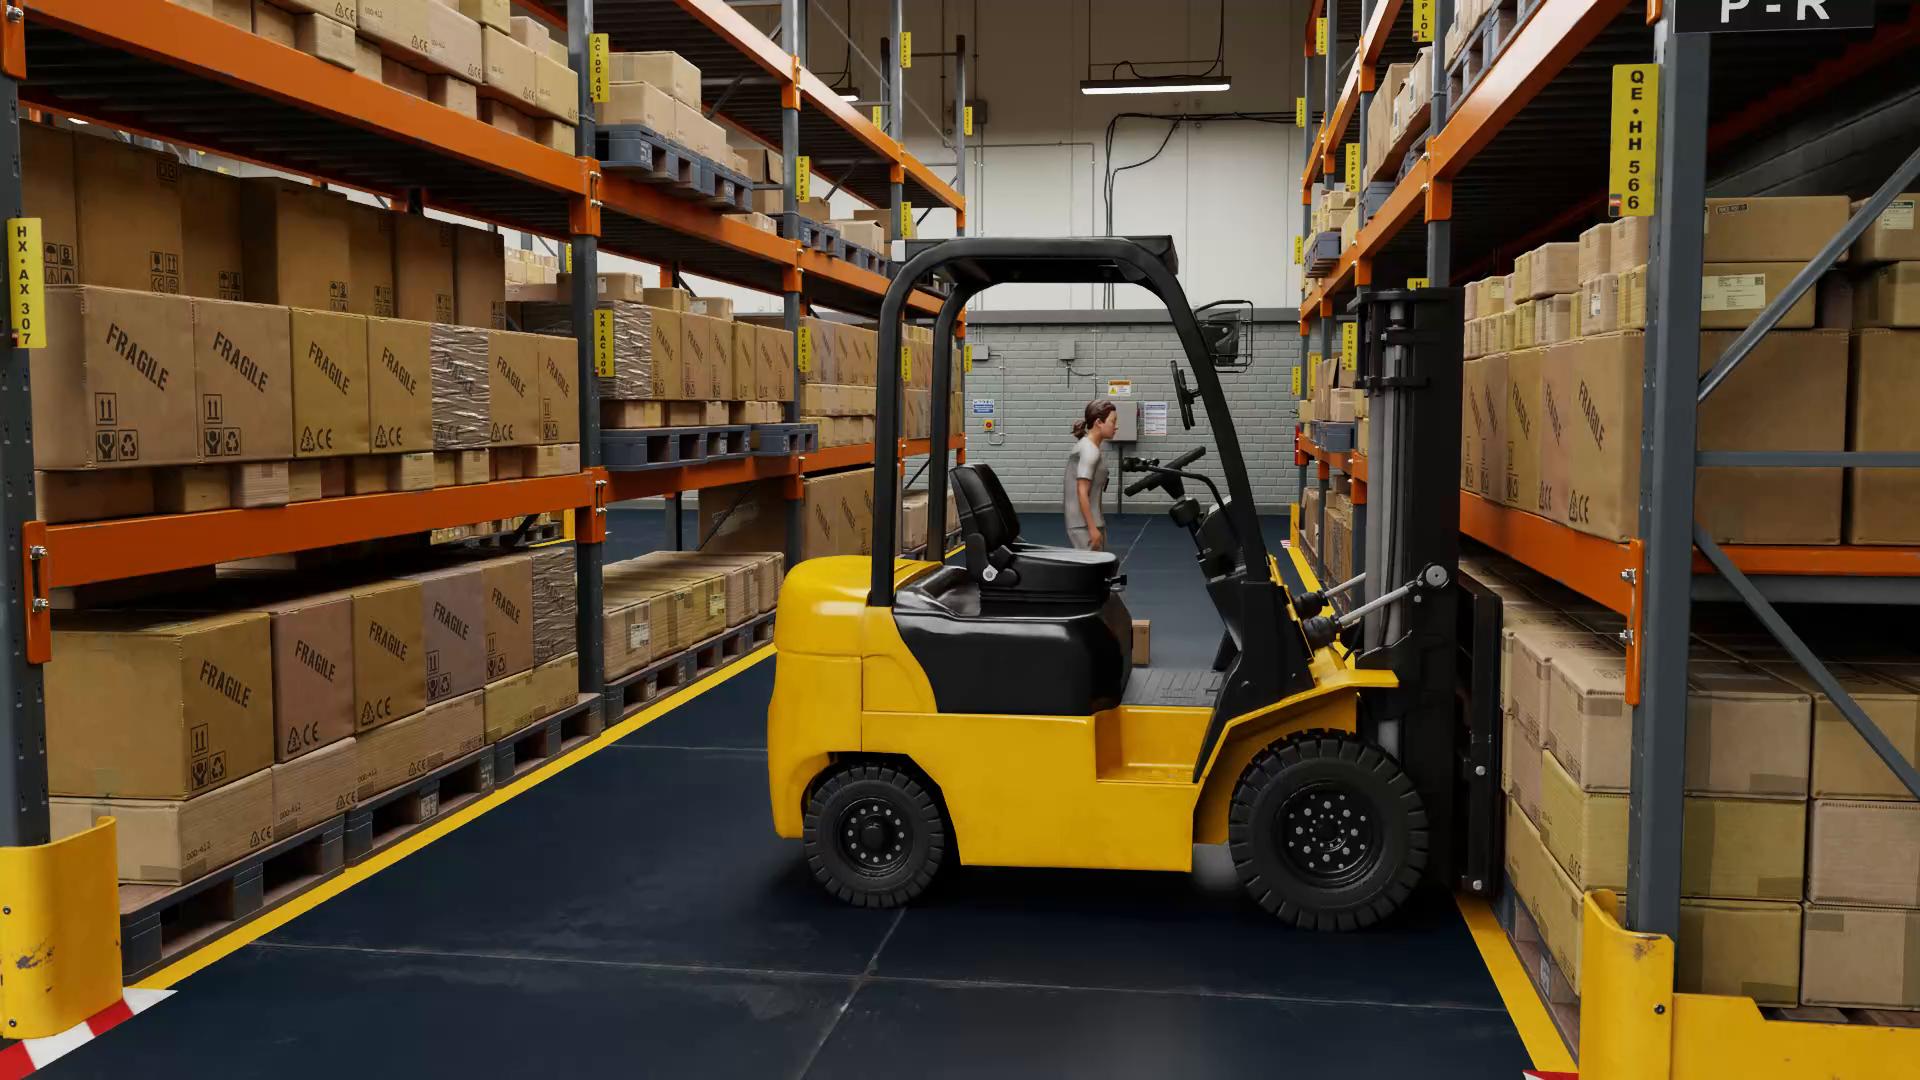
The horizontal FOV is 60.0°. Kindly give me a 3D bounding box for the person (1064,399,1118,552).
[{"bbox_3d":[0.842,-0.061,10.623,0.358,1.673,0.486,1,5,9],"label":"person"}]
